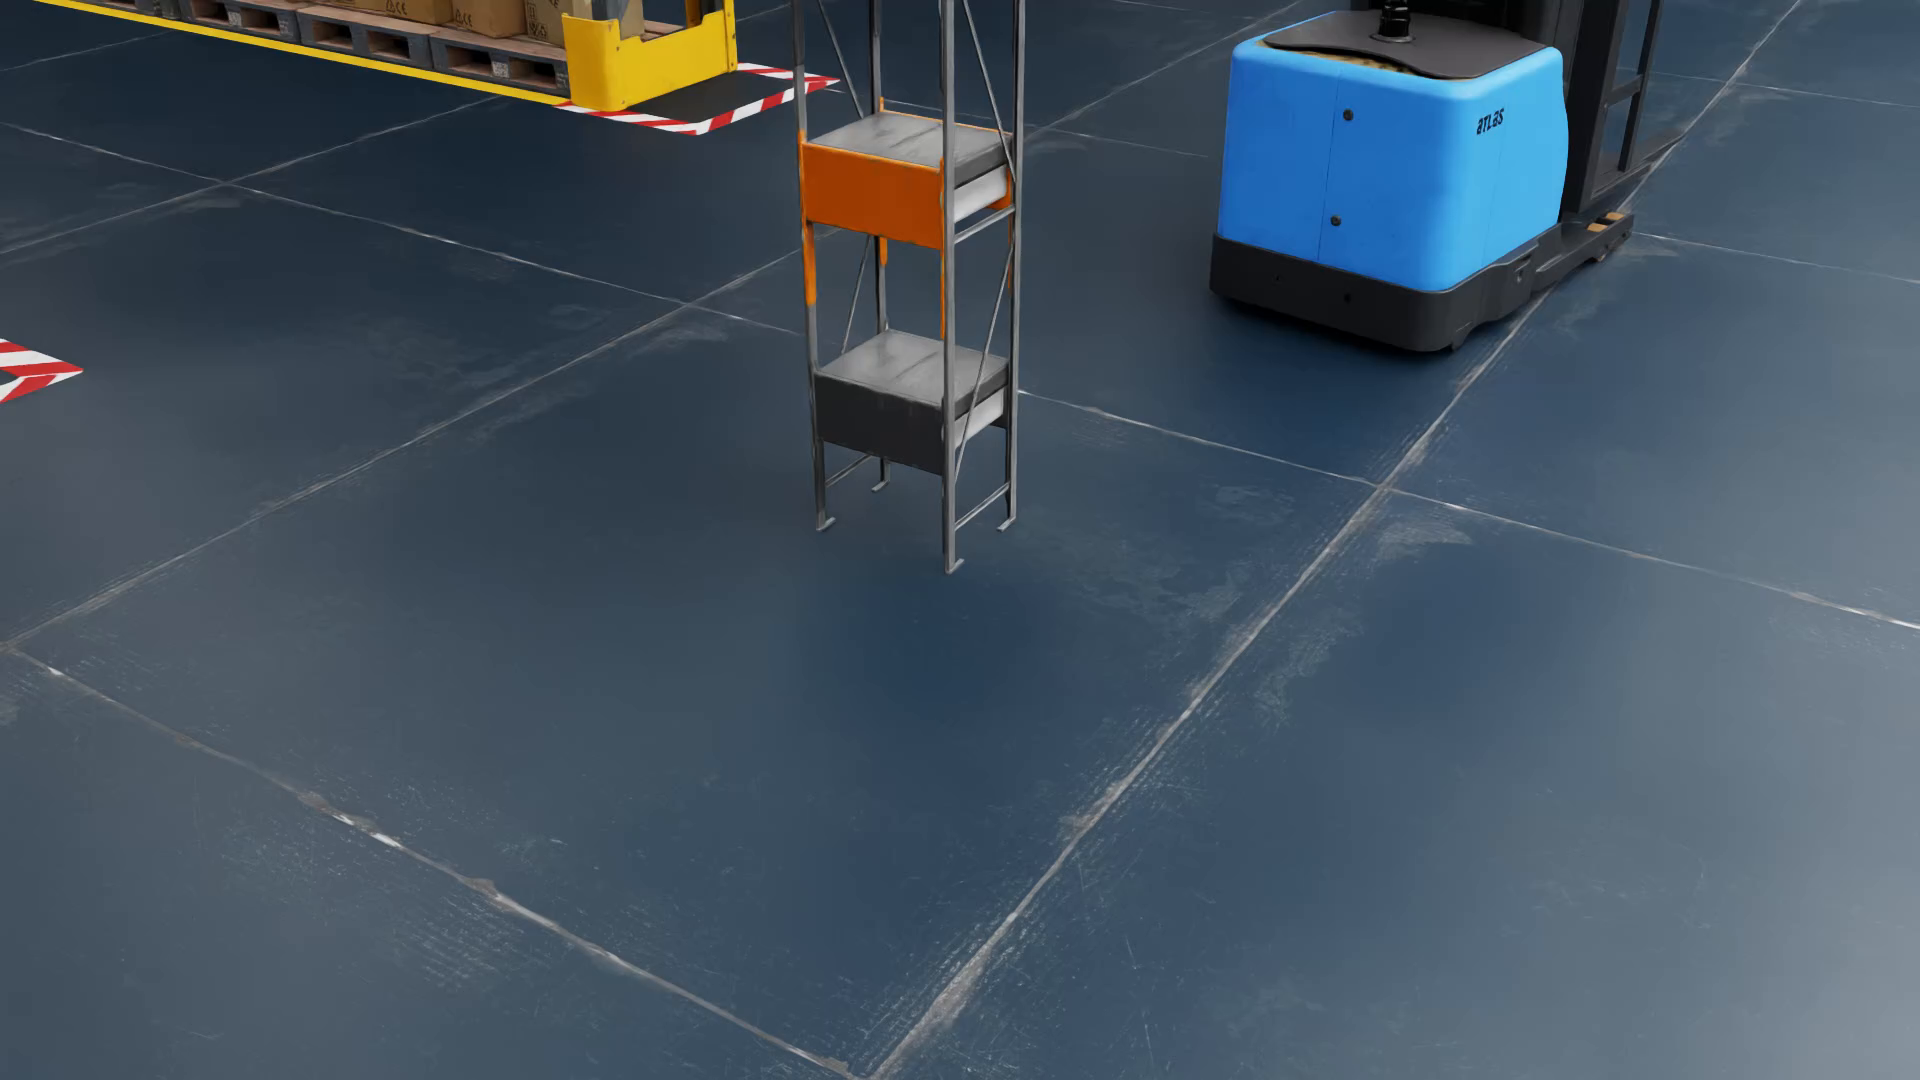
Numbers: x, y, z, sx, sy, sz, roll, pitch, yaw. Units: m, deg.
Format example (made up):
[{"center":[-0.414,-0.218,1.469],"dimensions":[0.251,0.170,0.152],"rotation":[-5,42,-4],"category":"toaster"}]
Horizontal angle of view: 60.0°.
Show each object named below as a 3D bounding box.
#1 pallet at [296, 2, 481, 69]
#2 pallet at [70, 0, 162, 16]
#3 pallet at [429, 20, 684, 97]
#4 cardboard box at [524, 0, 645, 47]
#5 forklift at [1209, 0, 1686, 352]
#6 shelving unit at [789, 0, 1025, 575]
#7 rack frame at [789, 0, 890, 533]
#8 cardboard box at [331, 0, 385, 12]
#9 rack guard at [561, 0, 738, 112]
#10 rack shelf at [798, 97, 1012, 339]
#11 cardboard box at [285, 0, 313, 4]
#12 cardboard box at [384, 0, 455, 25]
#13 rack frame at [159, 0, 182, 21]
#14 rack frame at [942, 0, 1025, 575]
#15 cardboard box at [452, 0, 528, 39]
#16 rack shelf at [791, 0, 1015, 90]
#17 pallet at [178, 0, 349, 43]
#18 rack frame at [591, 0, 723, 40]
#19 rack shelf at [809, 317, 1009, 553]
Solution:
[{"center":[-3.495,-3.353,10.788],"dimensions":[1.213,0.211,1.003],"rotation":[18,35,27],"category":"pallet"},{"center":[-5.780,-4.052,11.987],"dimensions":[1.213,0.211,1.003],"rotation":[18,35,27],"category":"pallet"},{"center":[-2.465,-3.026,10.227],"dimensions":[1.213,0.211,1.003],"rotation":[18,35,27],"category":"pallet"},{"center":[-2.252,-3.254,9.914],"dimensions":[0.500,0.500,0.500],"rotation":[25,39,36],"category":"cardboard box"},{"center":[2.379,-2.648,6.880],"dimensions":[1.130,2.935,3.031],"rotation":[24,38,34],"category":"forklift"},{"center":[-0.140,-0.951,4.797],"dimensions":[0.503,2.100,0.431],"rotation":[18,35,27],"category":"shelving unit"},{"center":[-0.347,-1.017,4.909],"dimensions":[0.015,2.100,0.400],"rotation":[18,35,27],"category":"rack frame"},{"center":[-3.745,-3.743,10.754],"dimensions":[0.500,0.500,0.500],"rotation":[14,33,23],"category":"cardboard box"},{"center":[-1.796,-2.918,9.756],"dimensions":[0.348,0.500,1.175],"rotation":[18,35,27],"category":"rack guard"},{"center":[-0.140,-0.940,4.804],"dimensions":[0.480,0.518,0.431],"rotation":[18,35,27],"category":"rack shelf"},{"center":[-4.313,-3.876,10.981],"dimensions":[0.500,0.500,0.500],"rotation":[-23,37,-33],"category":"cardboard box"},{"center":[-3.296,-3.575,10.465],"dimensions":[0.500,0.500,0.500],"rotation":[21,36,32],"category":"cardboard box"},{"center":[-5.120,-5.049,10.928],"dimensions":[0.127,3.000,1.000],"rotation":[18,35,27],"category":"rack frame"},{"center":[0.066,-0.886,4.685],"dimensions":[0.015,2.100,0.400],"rotation":[18,35,27],"category":"rack frame"},{"center":[-2.776,-3.399,10.163],"dimensions":[0.500,0.500,0.500],"rotation":[-25,38,-36],"category":"cardboard box"},{"center":[-0.140,-1.544,4.451],"dimensions":[0.480,0.518,0.431],"rotation":[18,35,27],"category":"rack shelf"},{"center":[-4.532,-3.680,11.348],"dimensions":[1.213,0.211,1.003],"rotation":[18,35,27],"category":"pallet"},{"center":[-1.732,-3.977,9.091],"dimensions":[0.127,3.000,1.000],"rotation":[18,35,27],"category":"rack frame"},{"center":[-0.140,-0.335,5.157],"dimensions":[0.480,0.518,0.431],"rotation":[18,35,27],"category":"rack shelf"}]
